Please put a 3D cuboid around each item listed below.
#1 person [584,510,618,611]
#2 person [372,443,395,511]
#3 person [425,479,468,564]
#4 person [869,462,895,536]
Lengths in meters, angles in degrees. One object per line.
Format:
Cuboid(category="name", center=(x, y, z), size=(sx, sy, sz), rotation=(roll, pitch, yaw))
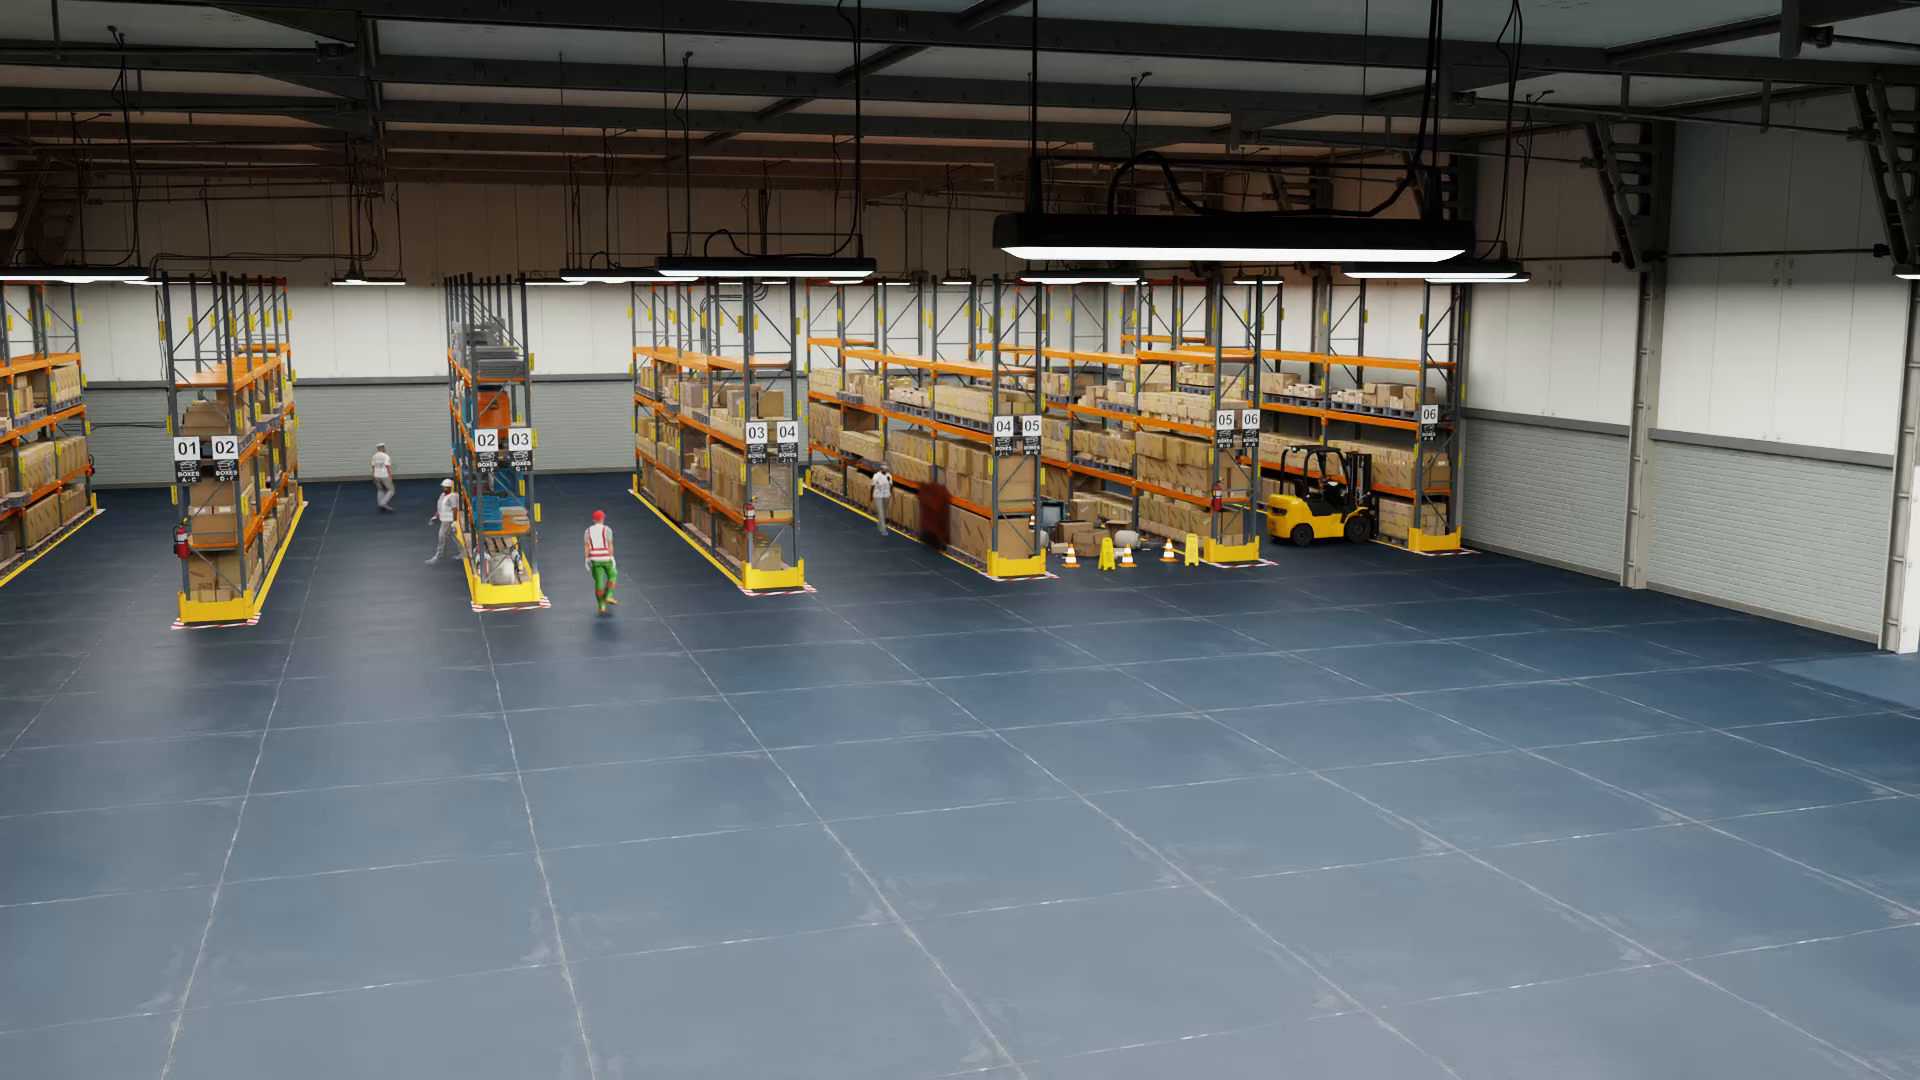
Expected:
Cuboid(category="person", center=(-6.429, 0.364, 29.753), size=(0.572, 1.774, 0.549), rotation=(-1, 9, -5))
Cuboid(category="person", center=(-14.947, -1.621, 42.992), size=(0.573, 1.758, 0.516), rotation=(3, 9, 22))
Cuboid(category="person", center=(-10.793, -0.398, 34.858), size=(0.926, 1.756, 0.564), rotation=(-6, 11, -35))
Cuboid(category="person", center=(-1.717, -0.942, 36.945), size=(0.509, 1.593, 0.997), rotation=(-3, 9, -20))
